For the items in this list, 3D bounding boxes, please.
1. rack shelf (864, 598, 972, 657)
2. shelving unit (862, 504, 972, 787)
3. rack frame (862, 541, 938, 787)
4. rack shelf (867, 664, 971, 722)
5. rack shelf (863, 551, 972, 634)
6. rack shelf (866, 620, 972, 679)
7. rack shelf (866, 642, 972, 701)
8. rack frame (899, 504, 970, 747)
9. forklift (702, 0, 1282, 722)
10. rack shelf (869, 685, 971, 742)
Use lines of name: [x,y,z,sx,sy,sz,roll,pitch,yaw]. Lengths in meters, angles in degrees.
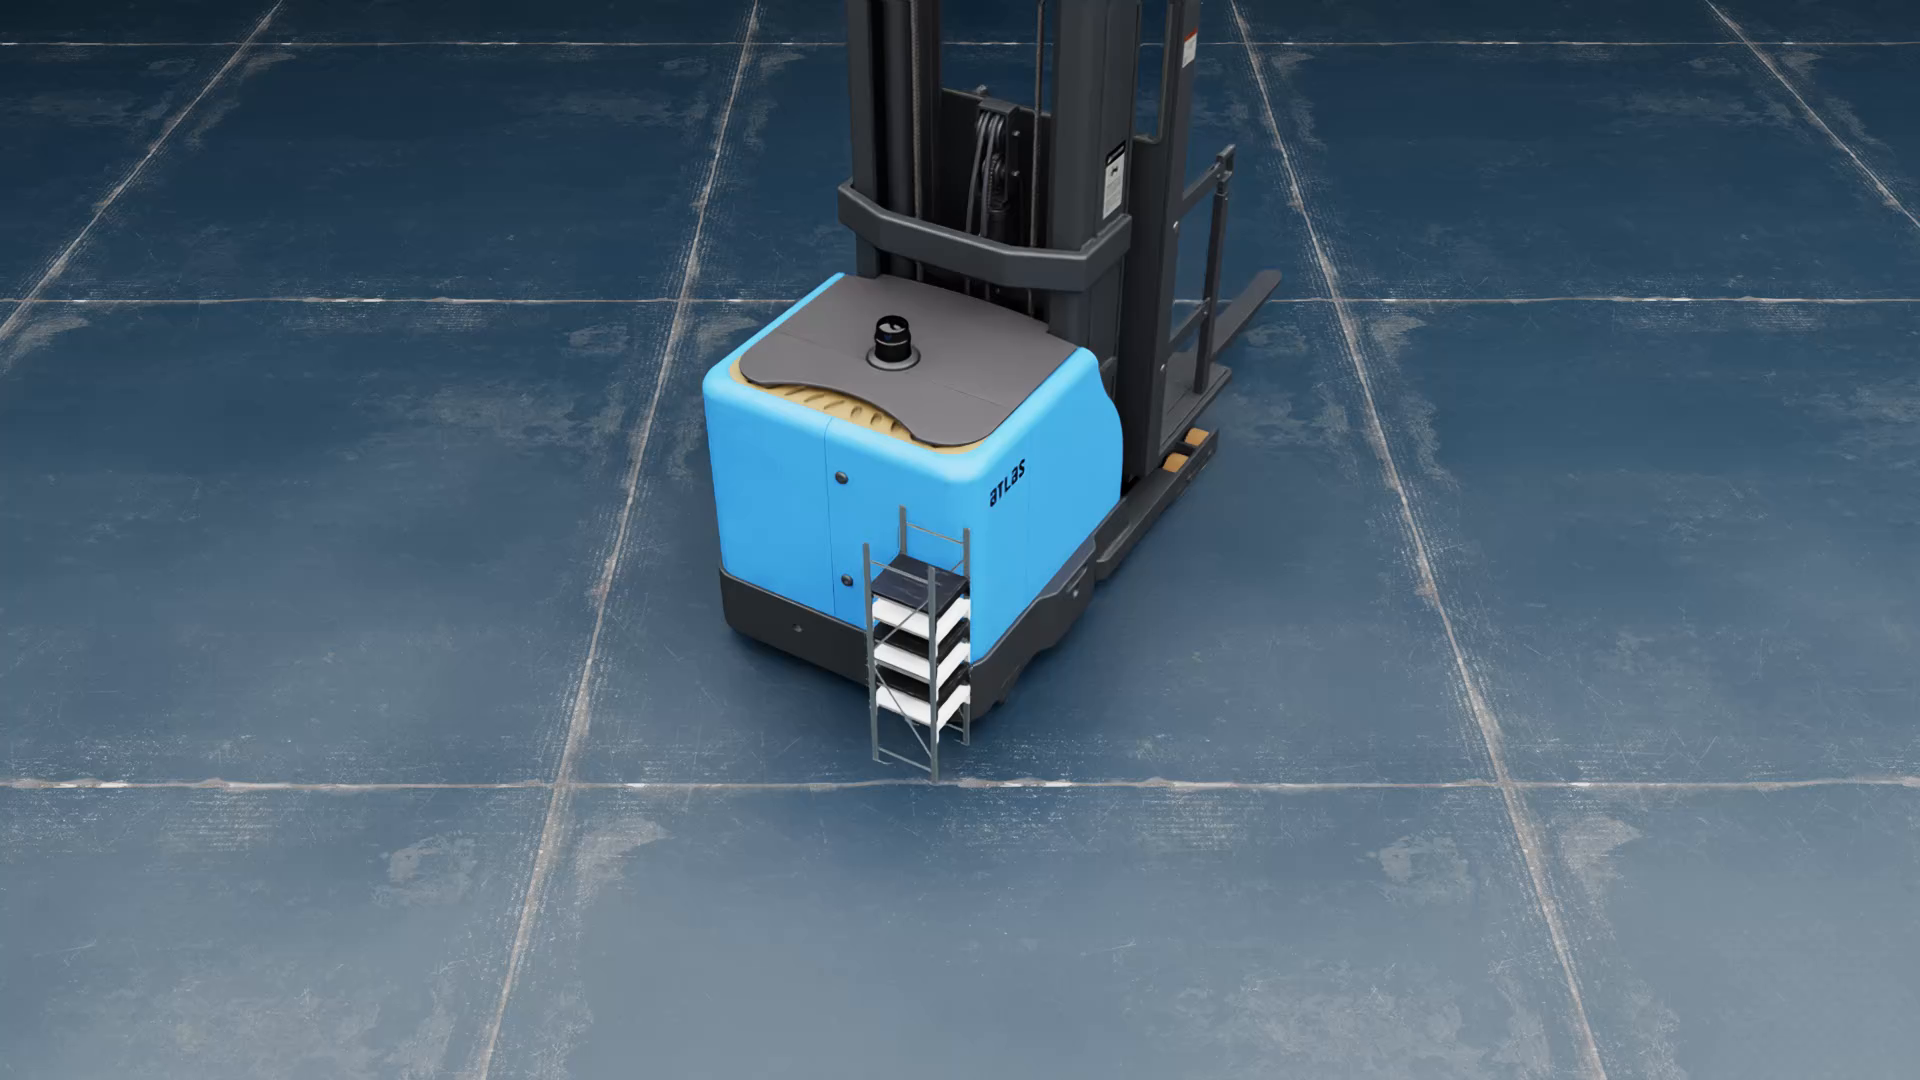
rack shelf: [-0.126,0.224,5.016,0.258,0.077,0.200,20,43,23]
shelving unit: [-0.126,0.339,5.107,0.258,0.900,0.210,20,43,23]
rack frame: [-0.176,0.394,5.038,0.240,0.900,0.006,20,43,23]
rack shelf: [-0.126,0.435,5.184,0.258,0.077,0.200,20,43,23]
rack shelf: [-0.126,0.154,4.959,0.258,0.077,0.200,20,43,23]
rack shelf: [-0.126,0.295,5.072,0.258,0.077,0.200,20,43,23]
rack shelf: [-0.126,0.365,5.128,0.258,0.077,0.200,20,43,23]
rack frame: [-0.075,0.284,5.176,0.240,0.900,0.006,20,43,23]
forklift: [0.365,-1.452,5.719,1.130,2.935,3.031,21,43,24]
rack shelf: [-0.125,0.505,5.241,0.258,0.077,0.200,20,43,23]
